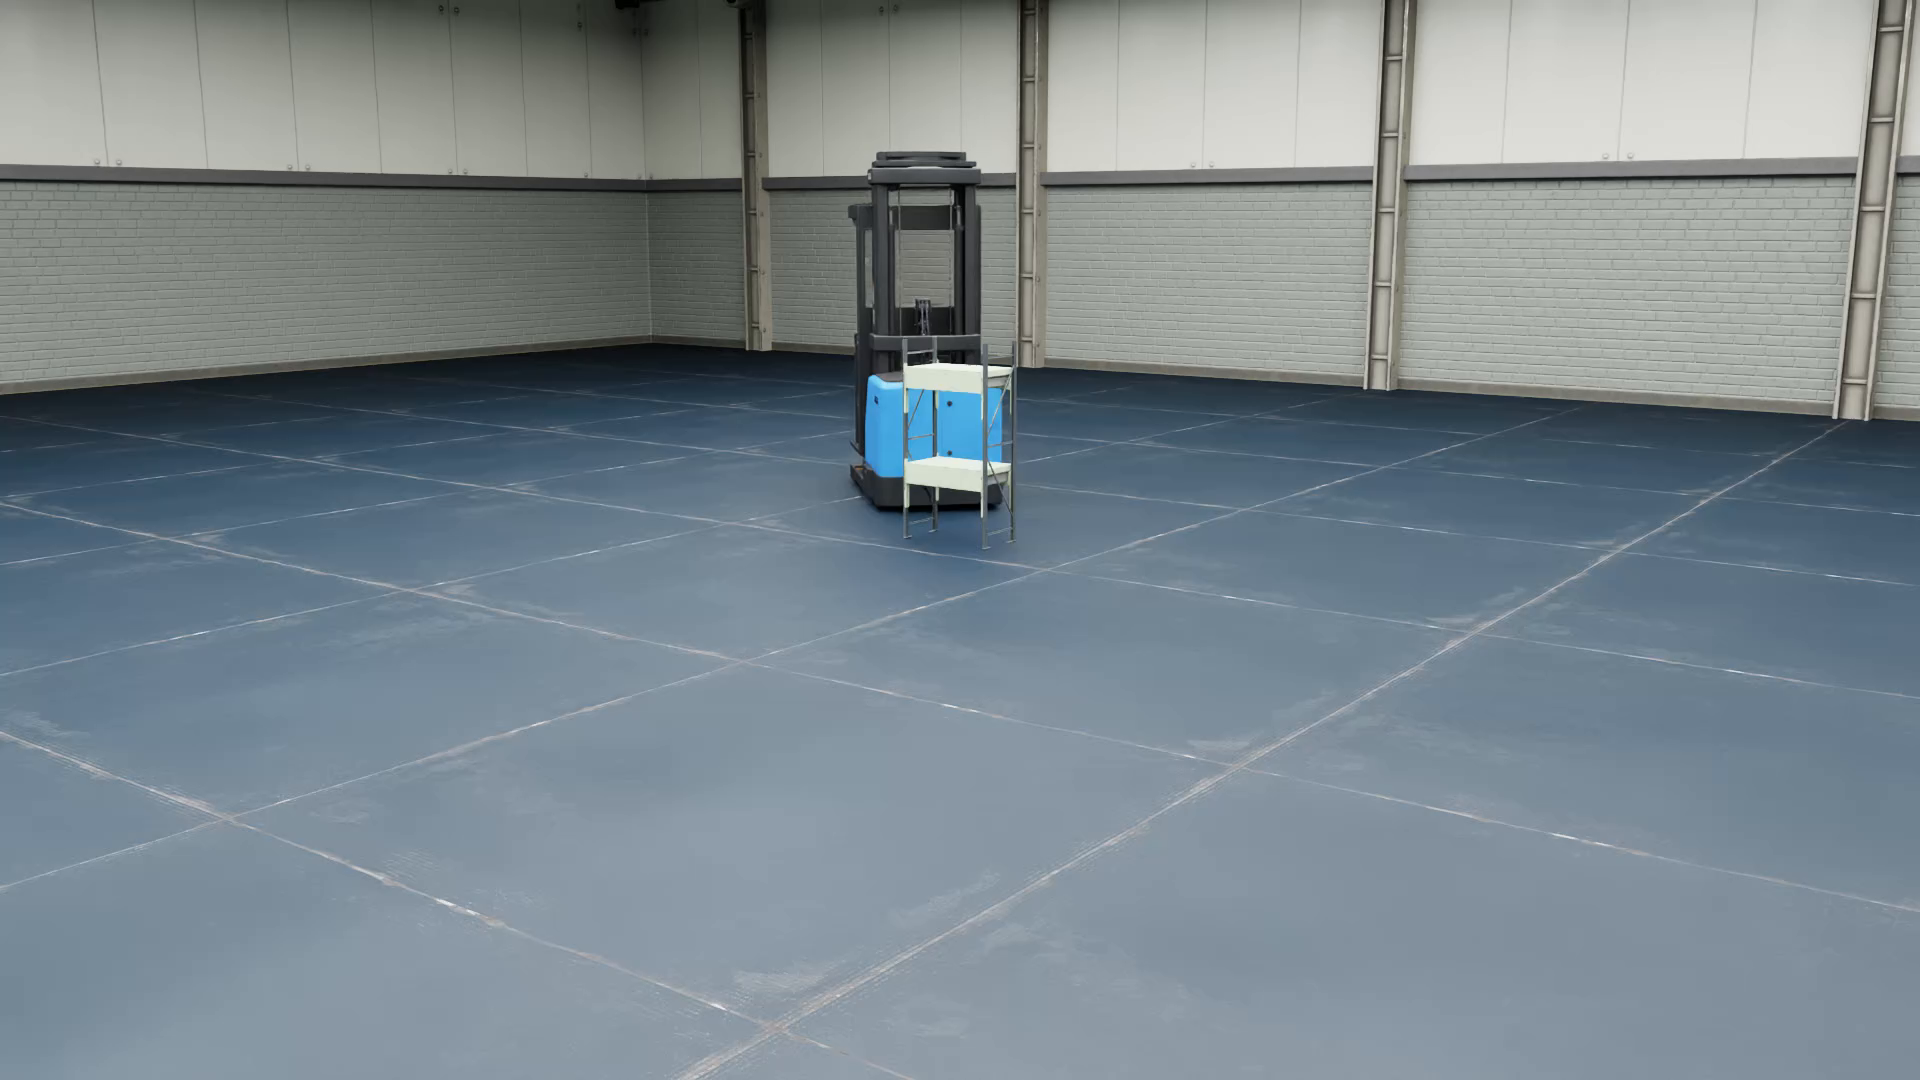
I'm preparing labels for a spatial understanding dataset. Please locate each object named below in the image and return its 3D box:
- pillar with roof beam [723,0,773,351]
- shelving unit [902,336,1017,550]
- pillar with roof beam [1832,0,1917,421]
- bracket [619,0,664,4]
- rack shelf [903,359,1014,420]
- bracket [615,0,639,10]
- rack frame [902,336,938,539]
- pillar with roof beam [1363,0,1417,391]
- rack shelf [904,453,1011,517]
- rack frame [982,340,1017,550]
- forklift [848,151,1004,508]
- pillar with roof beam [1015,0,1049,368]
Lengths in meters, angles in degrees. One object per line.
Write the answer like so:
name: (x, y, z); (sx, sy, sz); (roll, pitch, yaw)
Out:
pillar with roof beam: (-6.242, -7.257, 26.350); (0.548, 9.000, 9.100); (8, 13, 36)
shelving unit: (-0.005, -0.737, 12.391); (0.755, 1.500, 0.431); (8, 13, 36)
pillar with roof beam: (8.266, -5.233, 15.889); (0.400, 9.000, 9.100); (8, 13, 36)
bracket: (-5.672, -9.876, 30.409); (3.189, 0.066, 0.076); (8, 13, 36)
rack shelf: (-0.005, -1.120, 12.317); (0.720, 0.370, 0.431); (8, 13, 36)
bracket: (-6.148, -9.942, 30.752); (0.430, 0.232, 0.235); (8, 13, 36)
rack frame: (-0.300, -0.778, 12.604); (0.023, 1.500, 0.400); (8, 13, 36)
pillar with roof beam: (3.430, -5.908, 19.376); (0.400, 9.000, 9.100); (8, 13, 36)
rack shelf: (-0.005, -0.417, 12.453); (0.720, 0.370, 0.431); (8, 13, 36)
rack frame: (0.290, -0.696, 12.178); (0.023, 1.500, 0.400); (8, 13, 36)
forklift: (-0.401, -1.939, 14.837); (1.130, 2.935, 3.031); (-2, 11, -10)
pillar with roof beam: (-1.406, -6.583, 22.863); (0.400, 9.000, 9.100); (8, 13, 36)
